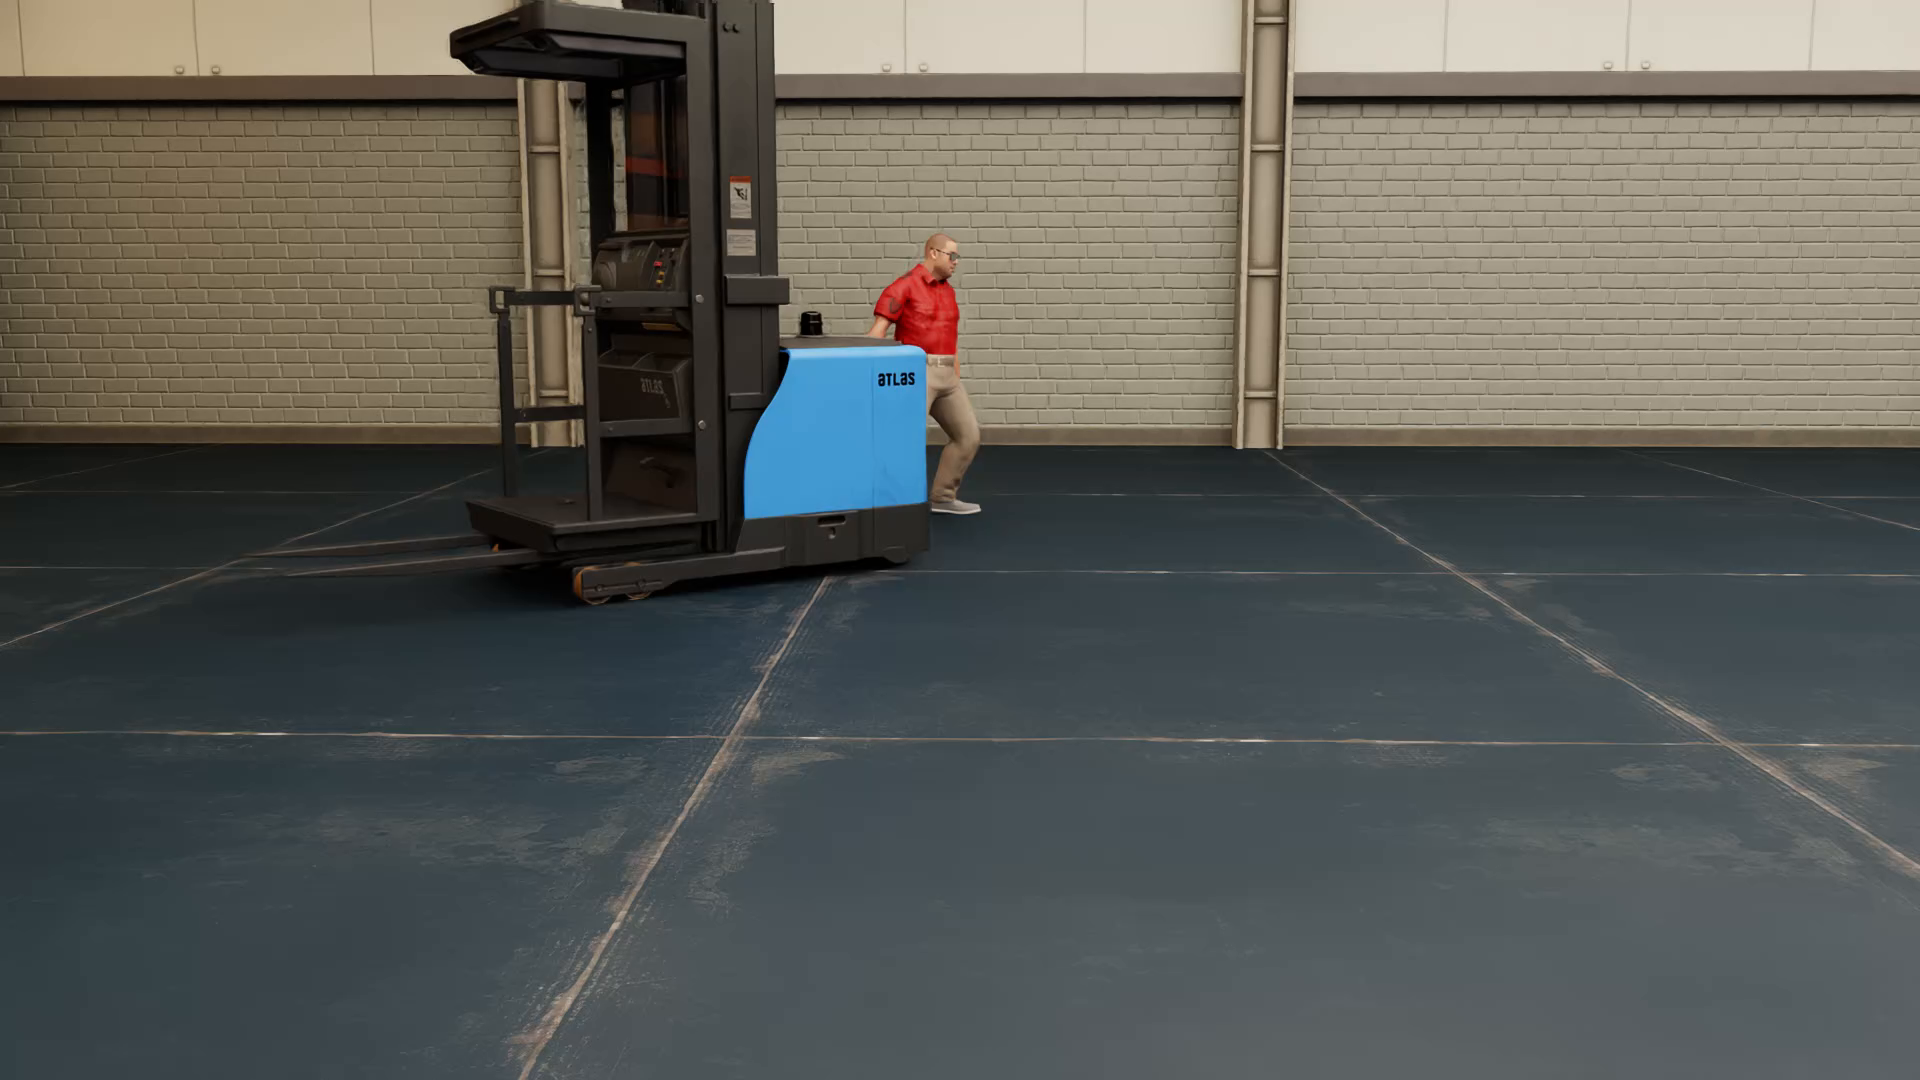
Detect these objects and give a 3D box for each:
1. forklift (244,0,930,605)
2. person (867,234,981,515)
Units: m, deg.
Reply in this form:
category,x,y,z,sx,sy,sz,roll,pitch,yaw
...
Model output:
category,x,y,z,sx,sy,sz,roll,pitch,yaw
forklift,-1.643,-1.259,7.536,3.031,2.935,1.130,-6,11,-35
person,-0.261,-0.922,9.723,0.899,1.711,0.497,-8,12,-43
